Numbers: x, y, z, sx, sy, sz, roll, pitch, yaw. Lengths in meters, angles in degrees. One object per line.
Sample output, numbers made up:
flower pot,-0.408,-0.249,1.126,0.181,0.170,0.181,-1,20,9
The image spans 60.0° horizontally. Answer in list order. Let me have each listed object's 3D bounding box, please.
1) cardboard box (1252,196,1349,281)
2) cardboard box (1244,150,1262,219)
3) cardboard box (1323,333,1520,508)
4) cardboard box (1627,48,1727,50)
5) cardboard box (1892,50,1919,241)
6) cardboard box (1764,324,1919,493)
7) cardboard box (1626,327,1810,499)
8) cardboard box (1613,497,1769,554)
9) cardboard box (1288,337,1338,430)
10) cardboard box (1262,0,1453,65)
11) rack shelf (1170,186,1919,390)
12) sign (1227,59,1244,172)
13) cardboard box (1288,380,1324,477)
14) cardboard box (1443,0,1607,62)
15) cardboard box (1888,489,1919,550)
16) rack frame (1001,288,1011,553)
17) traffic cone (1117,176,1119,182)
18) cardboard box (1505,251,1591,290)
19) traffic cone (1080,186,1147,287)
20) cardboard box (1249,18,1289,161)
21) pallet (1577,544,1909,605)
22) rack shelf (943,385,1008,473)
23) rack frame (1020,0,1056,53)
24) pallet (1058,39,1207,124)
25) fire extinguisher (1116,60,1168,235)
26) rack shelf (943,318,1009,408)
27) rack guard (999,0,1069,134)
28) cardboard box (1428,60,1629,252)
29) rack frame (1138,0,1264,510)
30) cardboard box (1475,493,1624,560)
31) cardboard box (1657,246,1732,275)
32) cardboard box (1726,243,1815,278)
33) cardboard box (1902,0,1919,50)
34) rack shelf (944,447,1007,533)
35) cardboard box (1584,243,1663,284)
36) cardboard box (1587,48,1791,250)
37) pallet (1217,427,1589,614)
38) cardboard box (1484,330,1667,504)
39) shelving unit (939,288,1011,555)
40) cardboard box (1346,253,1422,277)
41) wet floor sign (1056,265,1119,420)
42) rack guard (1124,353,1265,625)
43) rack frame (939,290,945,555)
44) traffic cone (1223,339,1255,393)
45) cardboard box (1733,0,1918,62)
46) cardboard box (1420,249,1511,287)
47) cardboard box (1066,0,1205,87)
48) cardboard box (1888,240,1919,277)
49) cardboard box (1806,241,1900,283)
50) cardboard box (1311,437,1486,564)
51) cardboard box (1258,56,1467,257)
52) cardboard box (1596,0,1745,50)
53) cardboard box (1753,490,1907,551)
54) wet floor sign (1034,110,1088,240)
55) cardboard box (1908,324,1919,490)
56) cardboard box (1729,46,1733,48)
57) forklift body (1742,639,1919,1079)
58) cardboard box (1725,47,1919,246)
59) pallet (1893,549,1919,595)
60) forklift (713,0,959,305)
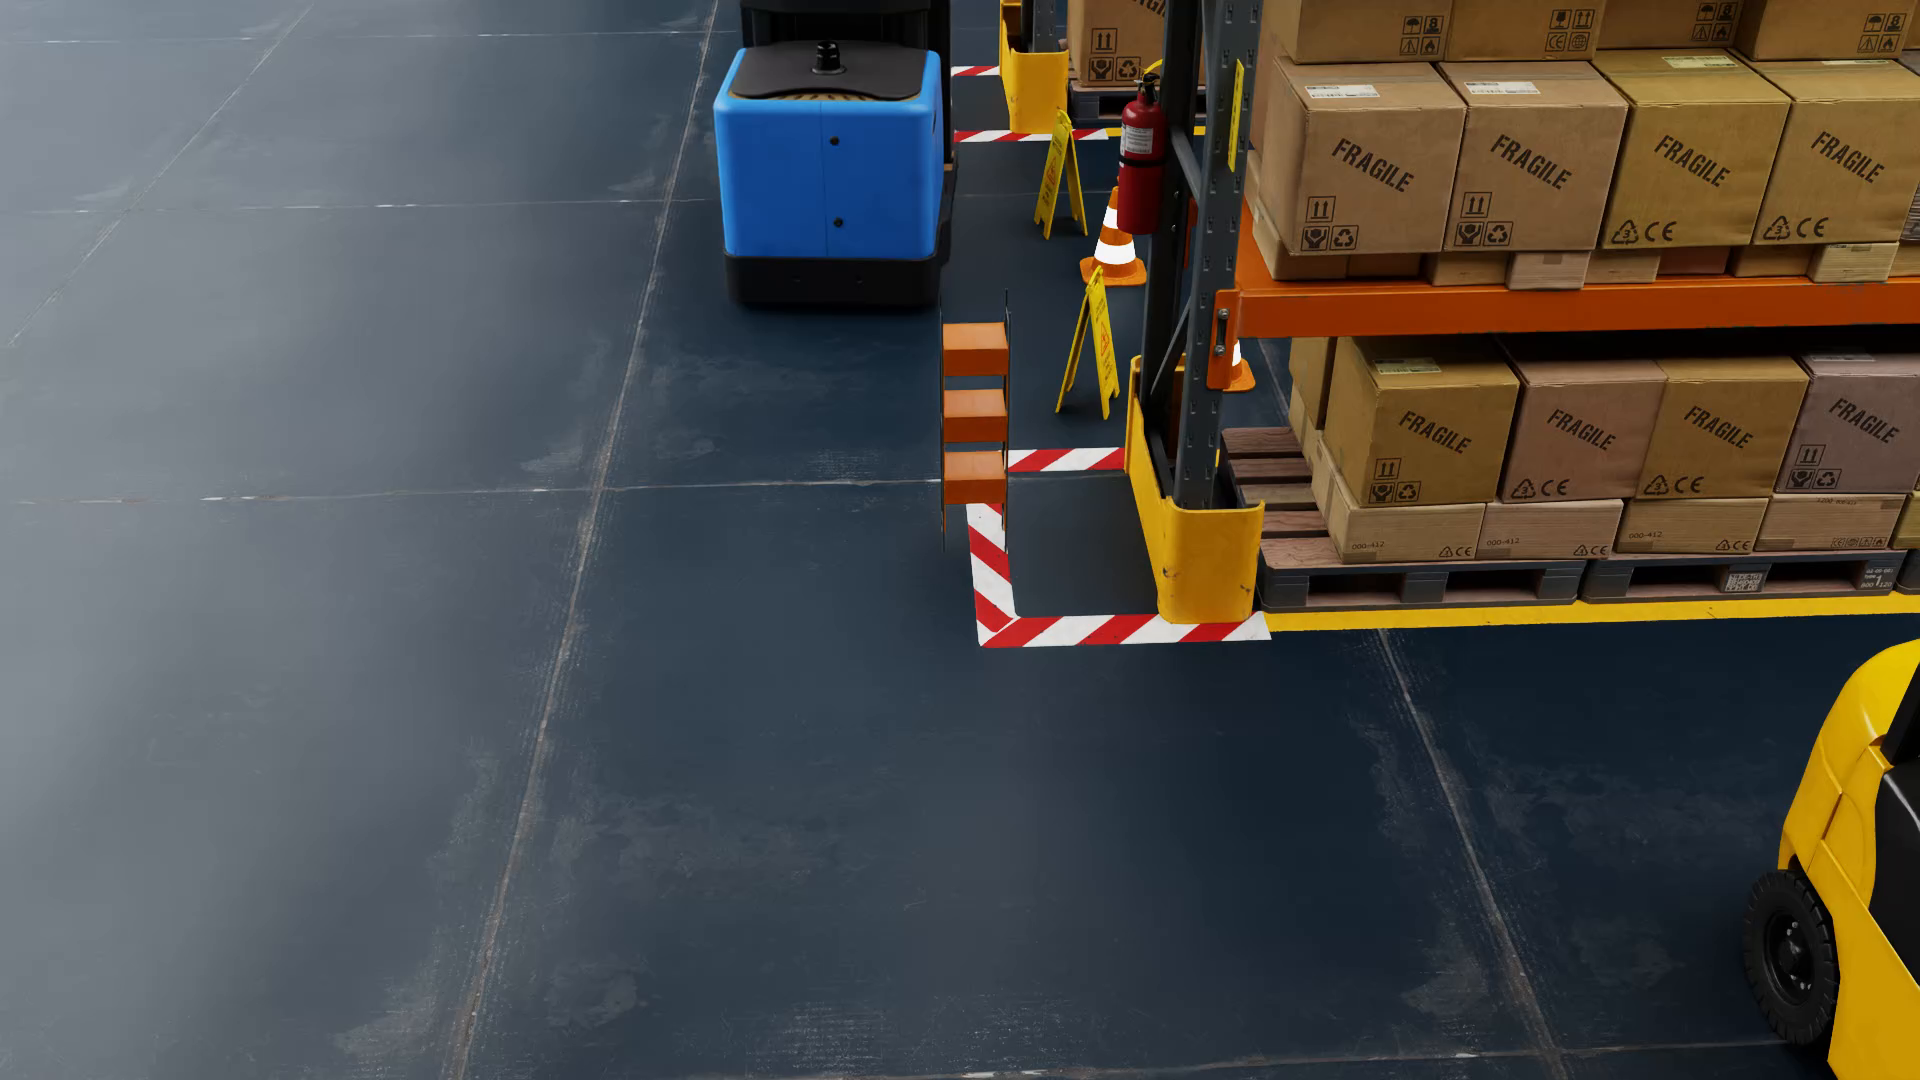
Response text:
cardboard box,1.168,-1.042,5.711,0.250,0.149,0.380,-1,35,-2
cardboard box,1.183,-1.282,6.058,0.250,0.149,0.380,0,35,-1
cardboard box,1.662,-0.470,6.052,0.500,0.500,0.500,-3,35,-4
cardboard box,2.349,-1.611,5.963,0.500,0.500,0.500,-2,35,-2
cardboard box,3.351,-1.337,5.568,0.500,0.500,0.500,-1,35,-1
cardboard box,3.219,-0.514,6.116,0.500,0.500,0.500,0,35,0
cardboard box,2.685,-0.495,6.089,0.500,0.500,0.500,-1,35,-1
cardboard box,2.693,-0.192,6.309,0.500,0.250,0.500,1,35,1
cardboard box,1.607,-0.774,6.492,0.500,0.500,0.500,-1,35,-2
cardboard box,1.319,-1.966,5.598,0.500,0.500,0.700,-2,35,-3
rack shelf,2.817,-1.012,6.079,4.000,0.370,1.077,-2,35,-2
sign,0.845,-1.301,5.105,0.005,0.325,0.100,-2,35,-2
cardboard box,1.638,-0.471,6.713,0.500,0.250,0.500,-2,35,-2
cardboard box,1.825,-1.975,5.612,0.500,0.500,0.700,-1,35,-2
cardboard box,3.705,-0.215,6.343,0.500,0.250,0.500,-2,35,-3
rack frame,0.175,-0.436,6.329,0.008,1.050,0.200,-2,35,-2
traffic cone,1.082,-2.229,9.435,0.334,0.463,0.336,-2,35,-2
cardboard box,1.944,-0.999,5.649,0.250,0.149,0.380,-1,35,-1
traffic cone,0.796,-1.577,8.493,0.334,0.463,0.336,-2,35,-2
cardboard box,1.348,-1.588,5.931,0.500,0.500,0.500,-2,35,-3
pallet,2.924,-0.142,6.641,1.213,0.211,1.003,-2,35,-2
rack shelf,0.053,-0.424,6.330,0.240,0.259,0.215,-2,35,-2
rack frame,0.484,-4.065,9.858,0.127,3.000,1.000,-2,35,-2
pallet,1.279,-2.984,10.747,1.213,0.211,1.003,-2,35,-2
fire extinguisher,0.683,-1.481,6.193,0.183,0.674,0.296,-2,35,-2
rack shelf,0.053,-0.658,6.169,0.240,0.259,0.215,-2,35,-2
rack guard,0.460,-3.036,10.569,0.348,0.500,1.175,-2,35,-2
cardboard box,1.823,-1.288,5.497,0.500,0.500,0.500,-1,35,-1
rack frame,0.819,-1.254,5.797,0.127,3.000,1.000,-2,35,-2
cardboard box,2.148,-0.170,6.278,0.500,0.250,0.500,0,35,-1
cardboard box,2.462,-1.066,5.746,0.250,0.149,0.380,0,35,-1
cardboard box,2.727,-1.056,5.732,0.250,0.149,0.380,-2,35,-3
cardboard box,3.351,-2.048,5.716,0.500,0.500,0.700,-2,35,-3
rack shelf,0.053,-0.196,6.488,0.240,0.259,0.215,-2,35,-2
cardboard box,2.201,-1.025,5.686,0.250,0.149,0.380,-1,35,-1
cardboard box,2.332,-1.302,5.518,0.500,0.500,0.500,-2,35,-3
pallet,1.708,-0.111,6.596,1.213,0.211,1.003,-2,35,-2
cardboard box,2.184,-0.486,6.076,0.500,0.500,0.500,-3,35,-4
shelving unit,0.053,-0.433,6.324,0.252,1.050,0.215,-2,35,-2
cardboard box,1.420,-1.057,5.733,0.250,0.149,0.380,-1,35,-2
wet floor sign,0.579,-0.889,7.338,0.232,0.644,0.267,10,36,14
rack guard,0.895,-0.228,6.511,0.348,0.500,1.175,-2,35,-2
rack frame,-0.069,-0.430,6.320,0.008,1.050,0.200,-2,35,-2
traffic cone,1.188,-0.955,7.595,0.334,0.463,0.336,-2,35,-2
cardboard box,2.834,-1.982,5.621,0.500,0.500,0.700,-2,35,-3
cardboard box,1.689,-1.018,5.677,0.250,0.149,0.380,-3,35,-4
cardboard box,1.158,-3.420,10.424,0.875,0.875,0.875,-1,35,-2
cardboard box,3.236,-1.057,5.733,0.250,0.149,0.380,-2,35,-3
cardboard box,2.981,-1.030,5.694,0.250,0.149,0.380,-1,35,-2
cardboard box,1.638,-0.160,6.264,0.500,0.250,0.500,-2,35,-3
cardboard box,1.305,-1.272,5.474,0.500,0.500,0.500,-2,35,-3
cardboard box,2.330,-2.048,5.716,0.500,0.500,0.700,-2,35,-3
cardboard box,3.197,-0.204,6.327,0.500,0.250,0.500,-1,35,-1
wet floor sign,0.549,-1.970,8.901,0.232,0.644,0.267,-7,35,-10
cardboard box,3.729,-0.529,6.137,0.500,0.500,0.500,-1,35,-1
cardboard box,2.856,-1.614,5.968,0.500,0.500,0.500,-1,35,-2
forklift body,2.866,0.829,3.534,1.214,2.155,2.313,-2,35,-2
cardboard box,2.839,-1.321,5.544,0.500,0.500,0.500,-2,35,-3
pallet,4.146,-0.177,6.691,1.213,0.211,1.003,-2,35,-2
forklift,-0.580,-3.168,8.623,1.130,2.935,3.031,1,35,2
